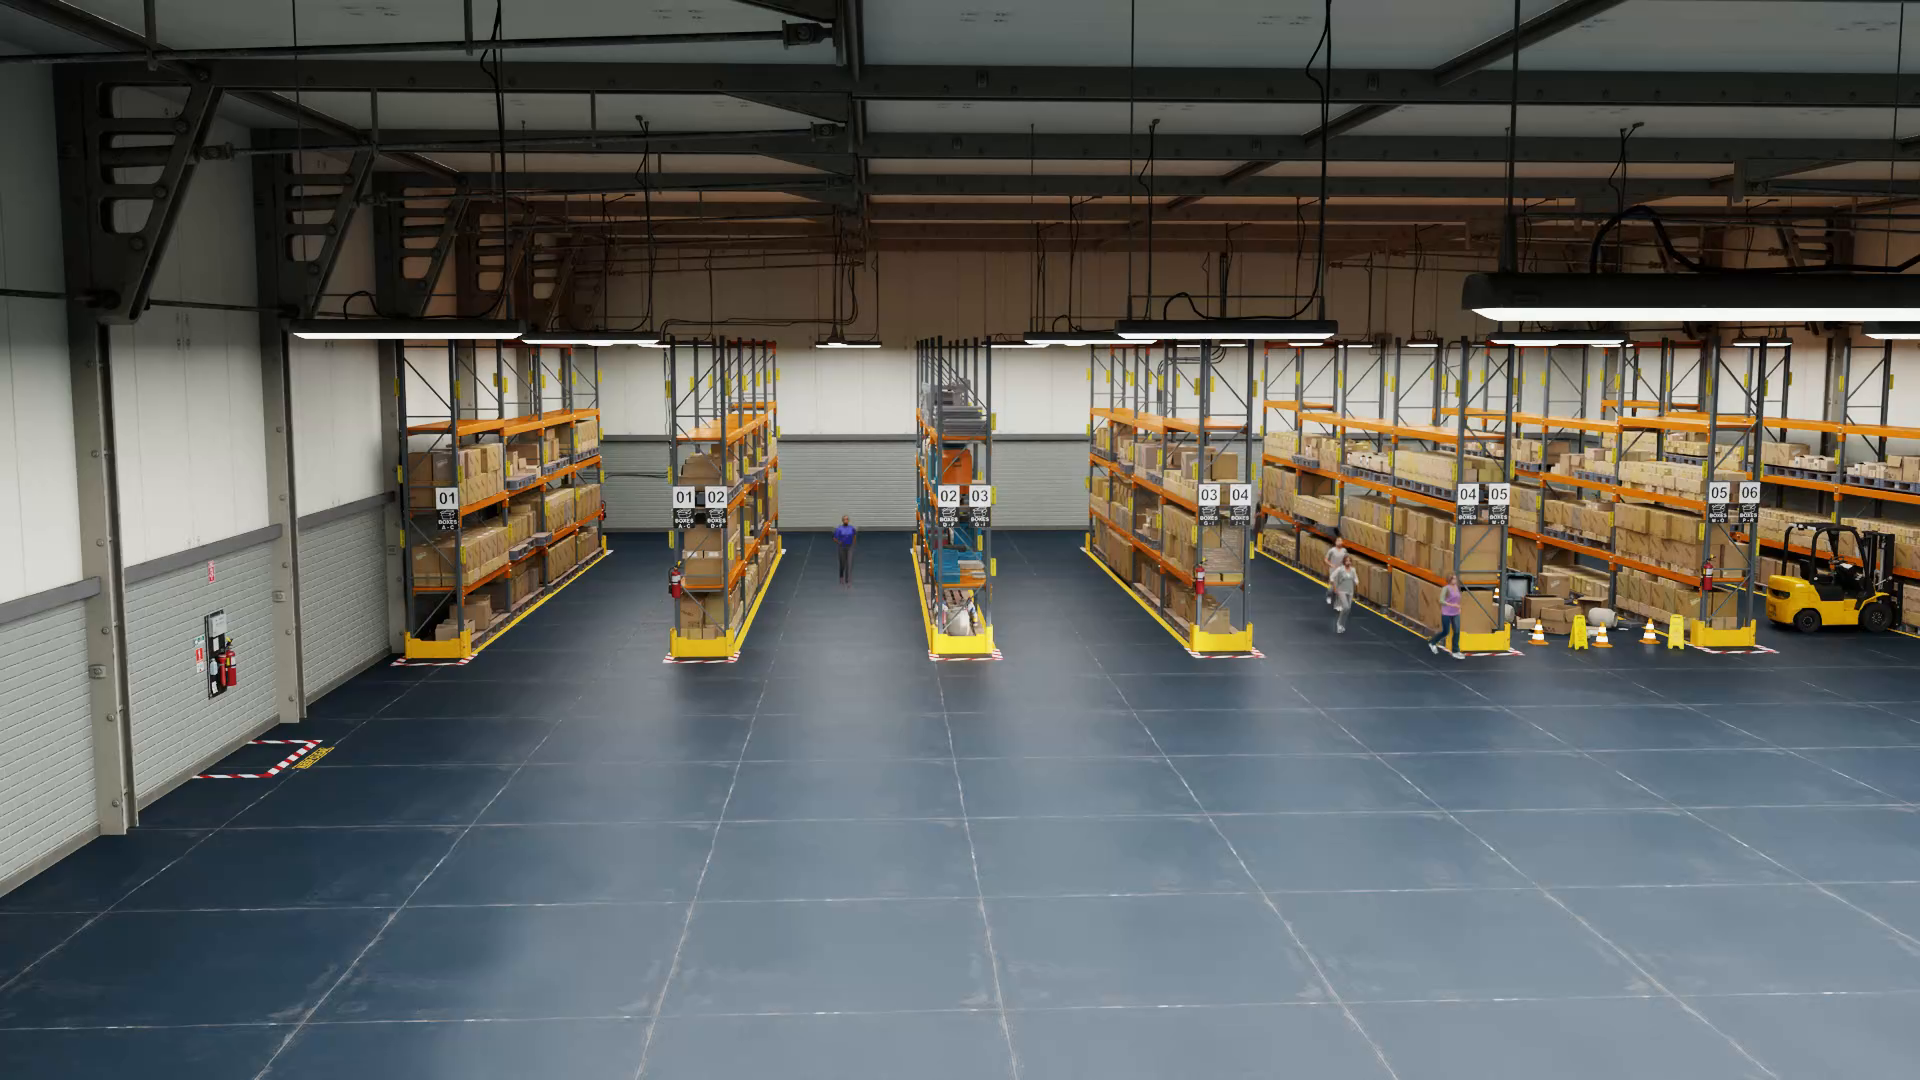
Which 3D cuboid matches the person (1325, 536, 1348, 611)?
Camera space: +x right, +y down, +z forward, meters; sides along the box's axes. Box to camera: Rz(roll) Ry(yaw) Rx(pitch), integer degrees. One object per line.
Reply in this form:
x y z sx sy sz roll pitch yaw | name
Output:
8.344 0.723 36.832 0.563 1.643 0.752 -1 7 -9 | person

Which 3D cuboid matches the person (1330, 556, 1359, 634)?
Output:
7.833 1.114 33.729 0.534 1.577 0.658 -2 7 -15 | person

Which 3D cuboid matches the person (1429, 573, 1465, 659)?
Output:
9.121 1.392 31.047 0.573 1.588 0.790 -5 8 -39 | person

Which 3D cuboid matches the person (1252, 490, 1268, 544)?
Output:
8.924 -0.677 49.136 0.593 1.646 0.781 0 6 0 | person

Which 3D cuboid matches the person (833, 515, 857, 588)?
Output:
-2.634 0.249 38.474 0.579 1.660 0.774 -2 7 -14 | person
